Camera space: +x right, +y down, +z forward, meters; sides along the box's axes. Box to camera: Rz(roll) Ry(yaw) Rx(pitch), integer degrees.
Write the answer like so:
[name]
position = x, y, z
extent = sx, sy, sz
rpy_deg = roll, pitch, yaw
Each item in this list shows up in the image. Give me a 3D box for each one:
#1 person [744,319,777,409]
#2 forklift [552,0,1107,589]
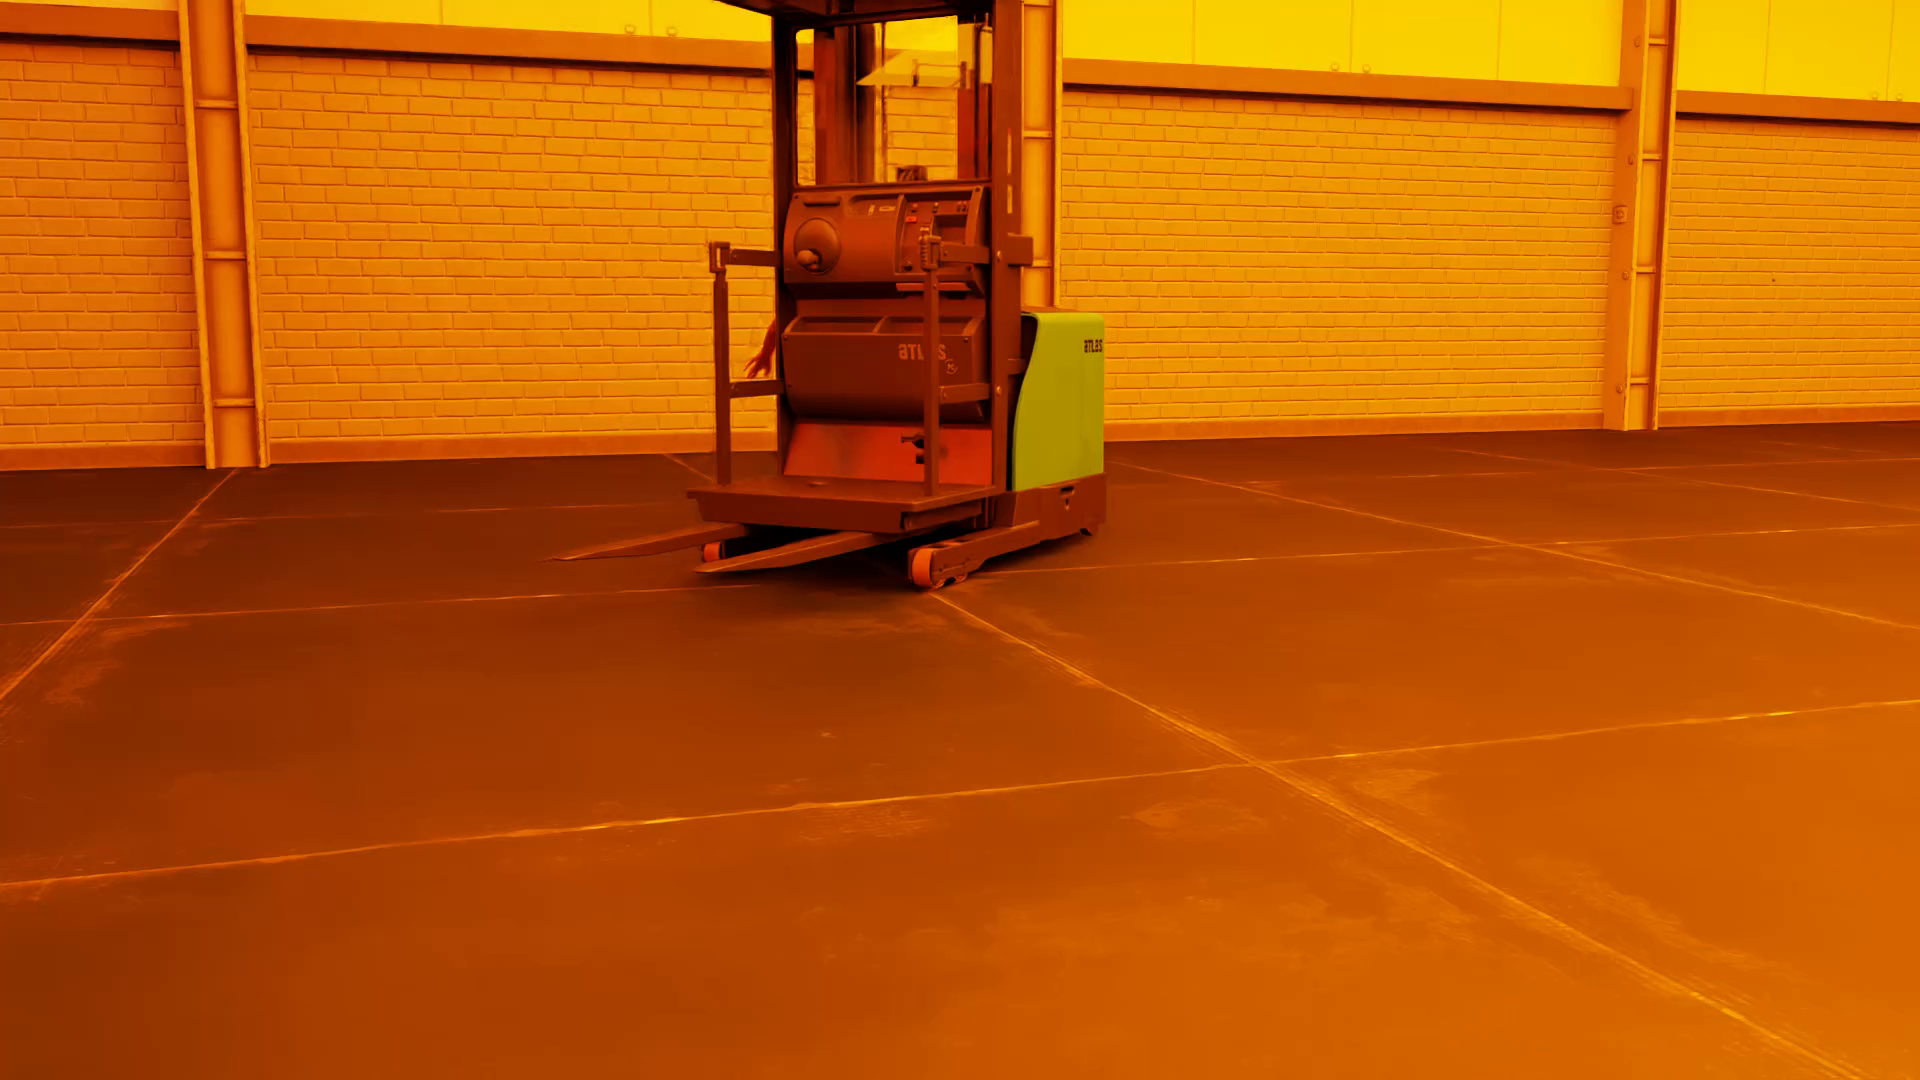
[person]
position = -0.528, -0.789, 8.556
extent = 0.949, 1.489, 1.100
rpy_deg = -3, 8, -20
[forklift]
position = -0.426, -1.328, 6.811
extent = 1.130, 2.935, 3.031
rpy_deg = 4, 9, 27
